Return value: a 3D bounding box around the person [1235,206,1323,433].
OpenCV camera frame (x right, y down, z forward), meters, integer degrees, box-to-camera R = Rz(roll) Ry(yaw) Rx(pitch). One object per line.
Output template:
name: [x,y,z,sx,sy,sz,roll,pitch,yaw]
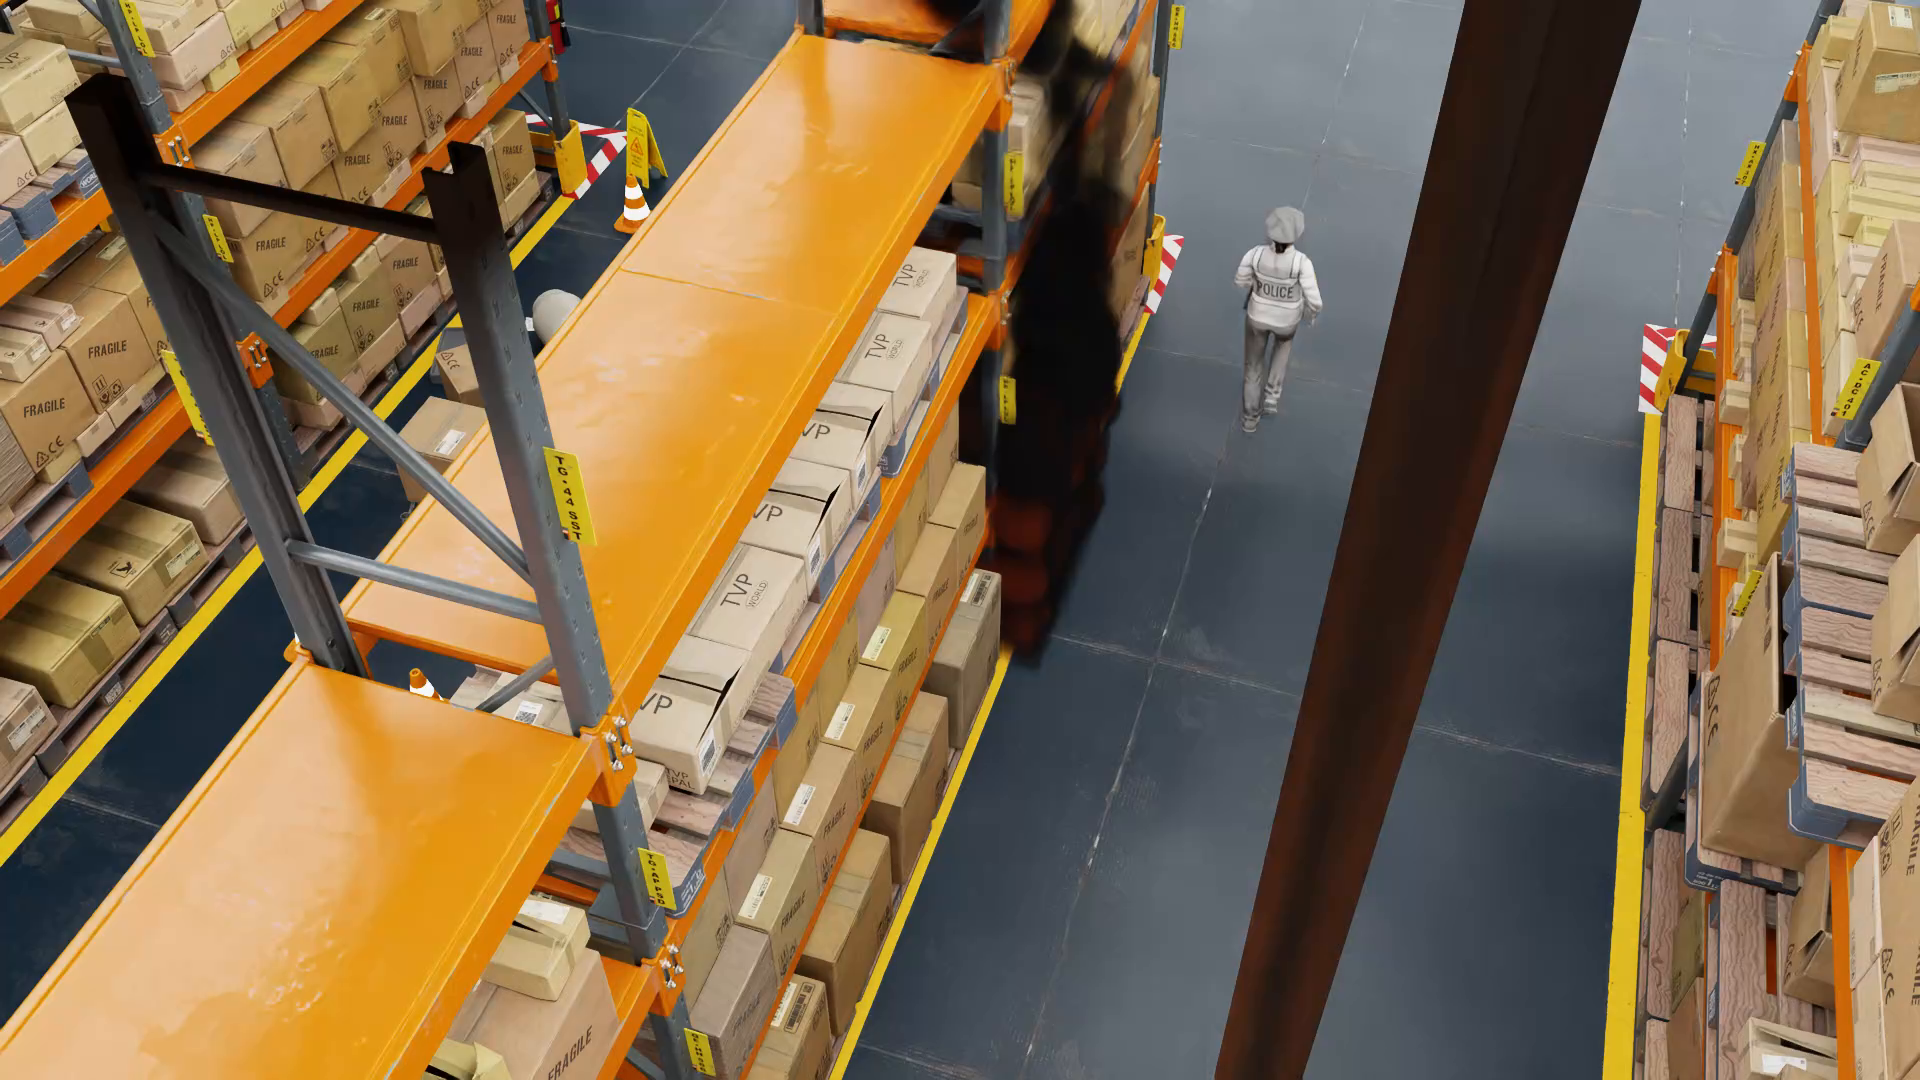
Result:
person: [2.087,-1.495,11.023,0.593,1.702,0.620,11,47,10]
